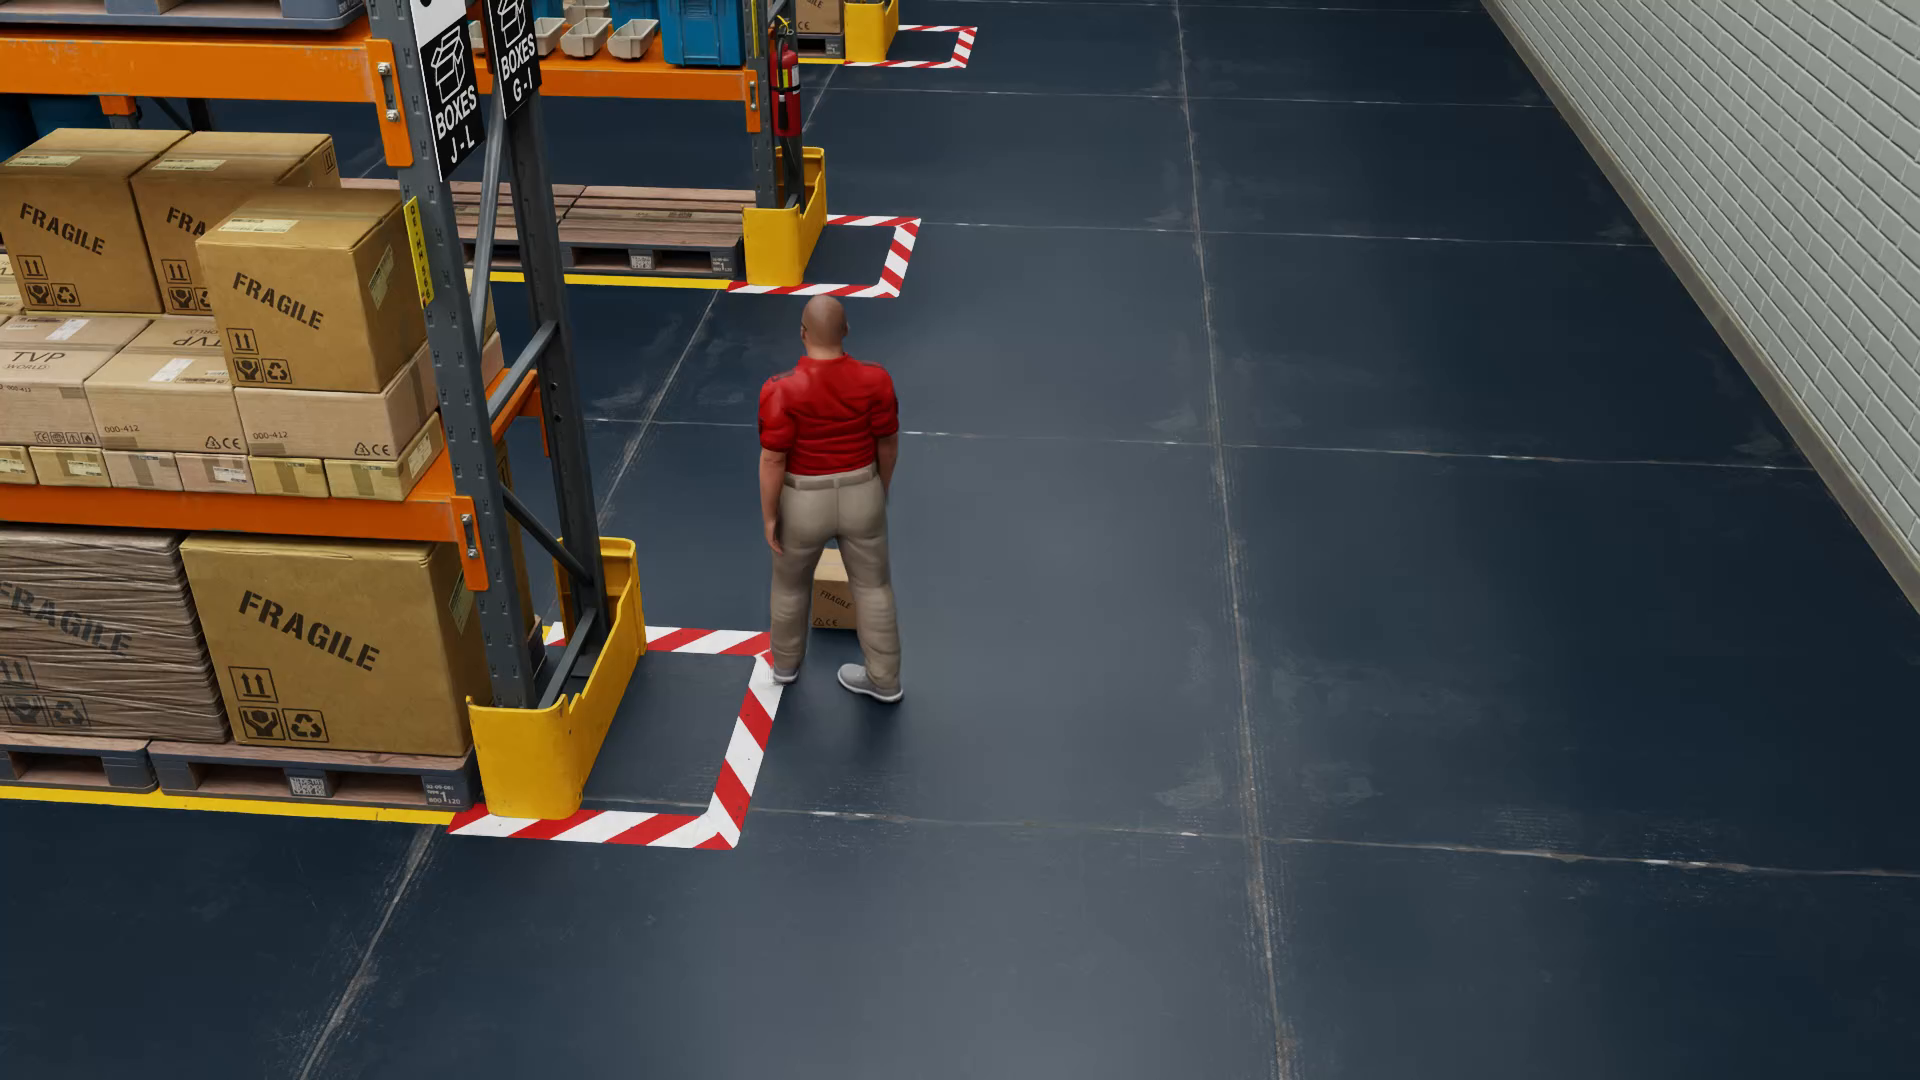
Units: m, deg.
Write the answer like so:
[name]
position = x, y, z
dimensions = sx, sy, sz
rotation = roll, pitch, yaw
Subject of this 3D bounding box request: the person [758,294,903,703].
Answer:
[person]
position = -0.517, -0.168, 6.433
dimensions = 0.544, 1.738, 0.567
rotation = -8, 33, -13
